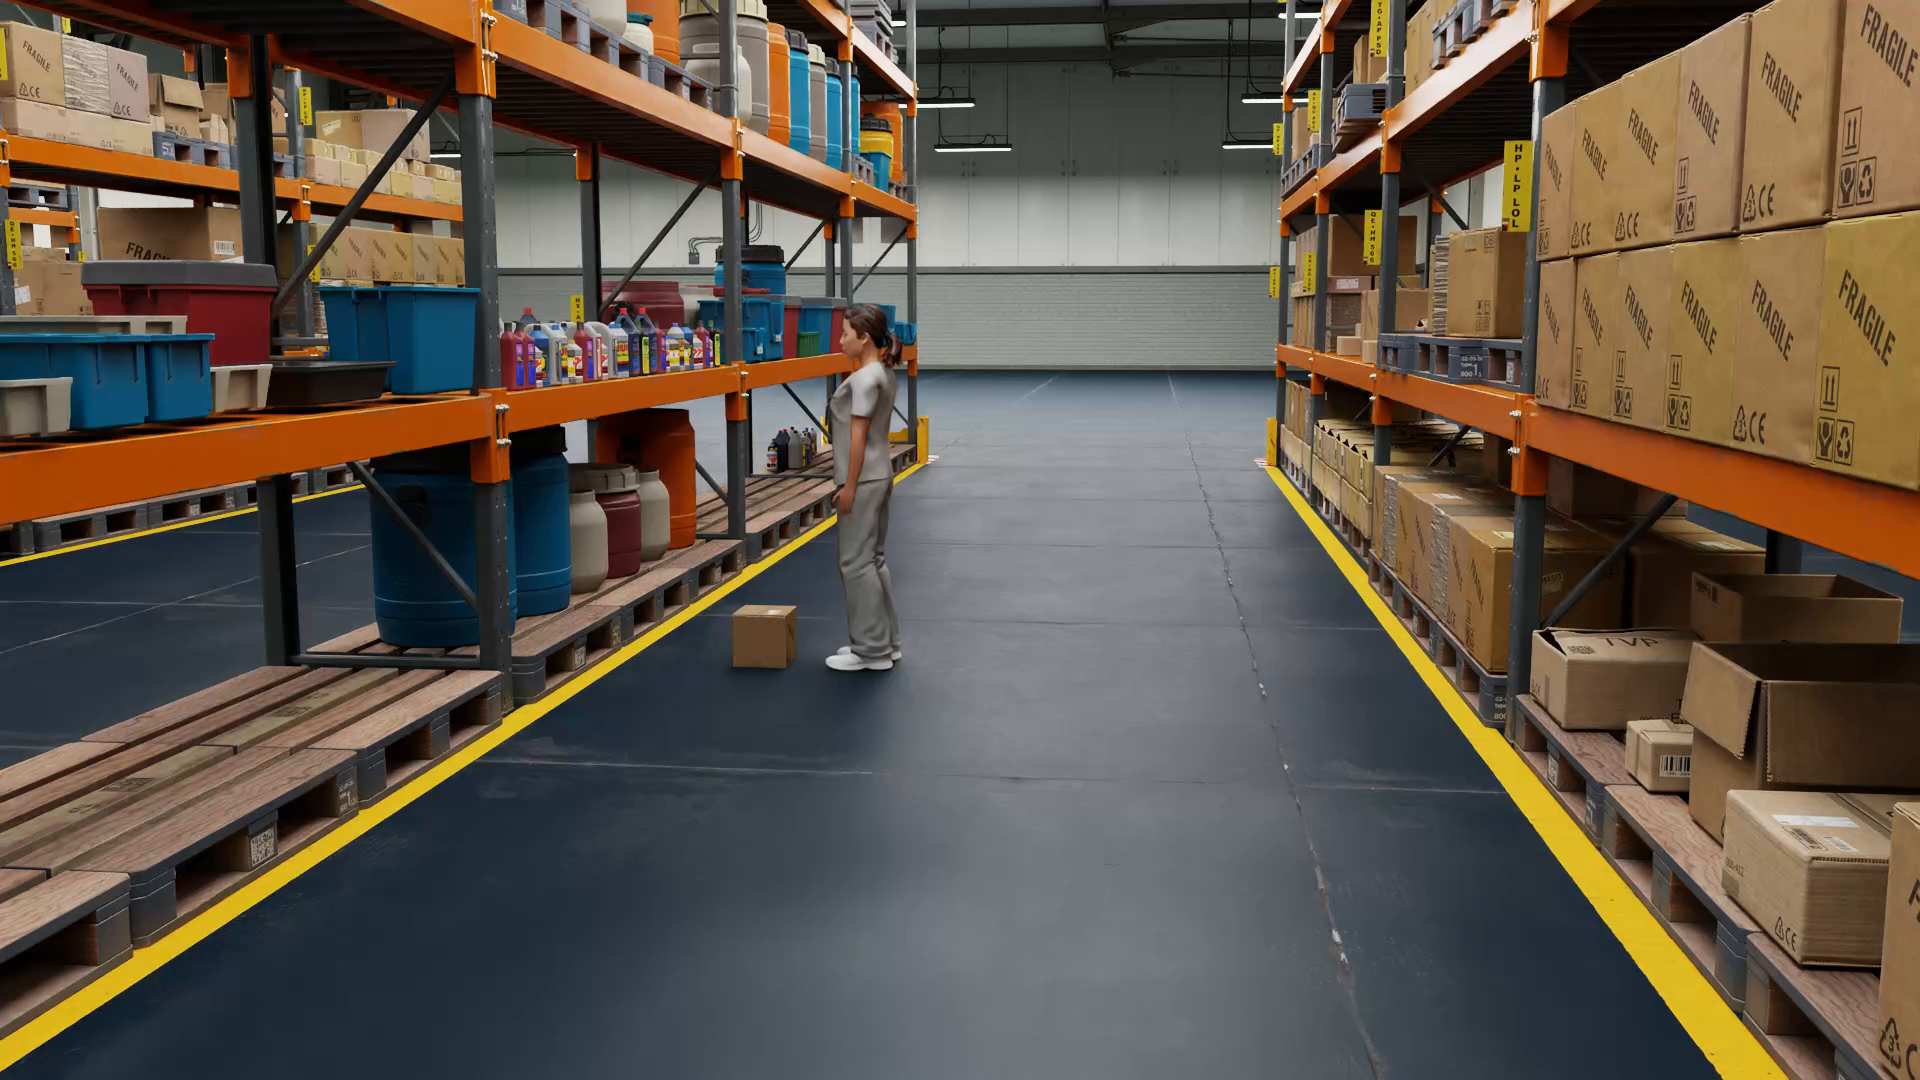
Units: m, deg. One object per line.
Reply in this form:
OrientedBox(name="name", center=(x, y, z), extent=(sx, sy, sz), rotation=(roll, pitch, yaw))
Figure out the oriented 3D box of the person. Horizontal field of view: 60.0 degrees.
OrientedBox(name="person", center=(-0.427, -0.241, 7.621), extent=(0.360, 1.674, 0.438), rotation=(1, 8, 7))
